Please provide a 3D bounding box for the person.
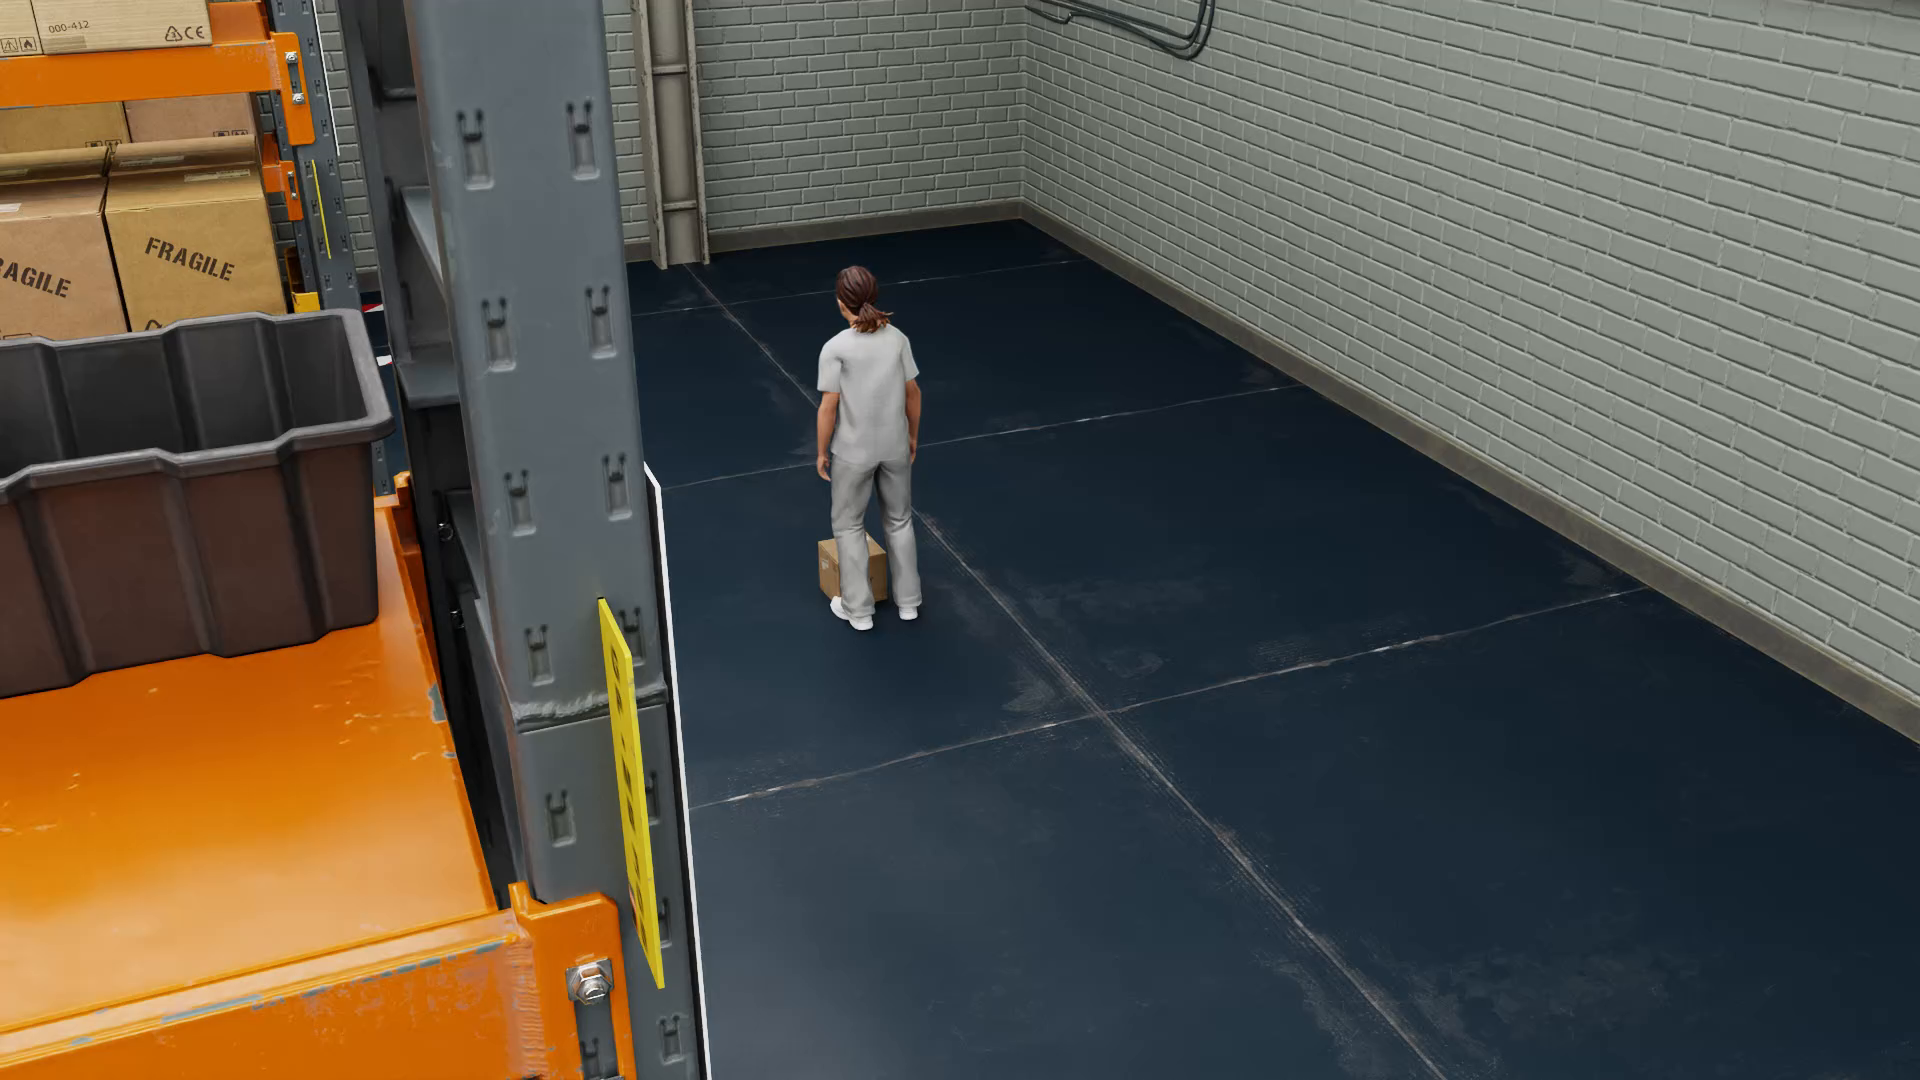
[{"bbox_3d":[-0.403,-0.397,7.426,0.494,1.673,0.352,-11,28,-21],"label":"person"}]
